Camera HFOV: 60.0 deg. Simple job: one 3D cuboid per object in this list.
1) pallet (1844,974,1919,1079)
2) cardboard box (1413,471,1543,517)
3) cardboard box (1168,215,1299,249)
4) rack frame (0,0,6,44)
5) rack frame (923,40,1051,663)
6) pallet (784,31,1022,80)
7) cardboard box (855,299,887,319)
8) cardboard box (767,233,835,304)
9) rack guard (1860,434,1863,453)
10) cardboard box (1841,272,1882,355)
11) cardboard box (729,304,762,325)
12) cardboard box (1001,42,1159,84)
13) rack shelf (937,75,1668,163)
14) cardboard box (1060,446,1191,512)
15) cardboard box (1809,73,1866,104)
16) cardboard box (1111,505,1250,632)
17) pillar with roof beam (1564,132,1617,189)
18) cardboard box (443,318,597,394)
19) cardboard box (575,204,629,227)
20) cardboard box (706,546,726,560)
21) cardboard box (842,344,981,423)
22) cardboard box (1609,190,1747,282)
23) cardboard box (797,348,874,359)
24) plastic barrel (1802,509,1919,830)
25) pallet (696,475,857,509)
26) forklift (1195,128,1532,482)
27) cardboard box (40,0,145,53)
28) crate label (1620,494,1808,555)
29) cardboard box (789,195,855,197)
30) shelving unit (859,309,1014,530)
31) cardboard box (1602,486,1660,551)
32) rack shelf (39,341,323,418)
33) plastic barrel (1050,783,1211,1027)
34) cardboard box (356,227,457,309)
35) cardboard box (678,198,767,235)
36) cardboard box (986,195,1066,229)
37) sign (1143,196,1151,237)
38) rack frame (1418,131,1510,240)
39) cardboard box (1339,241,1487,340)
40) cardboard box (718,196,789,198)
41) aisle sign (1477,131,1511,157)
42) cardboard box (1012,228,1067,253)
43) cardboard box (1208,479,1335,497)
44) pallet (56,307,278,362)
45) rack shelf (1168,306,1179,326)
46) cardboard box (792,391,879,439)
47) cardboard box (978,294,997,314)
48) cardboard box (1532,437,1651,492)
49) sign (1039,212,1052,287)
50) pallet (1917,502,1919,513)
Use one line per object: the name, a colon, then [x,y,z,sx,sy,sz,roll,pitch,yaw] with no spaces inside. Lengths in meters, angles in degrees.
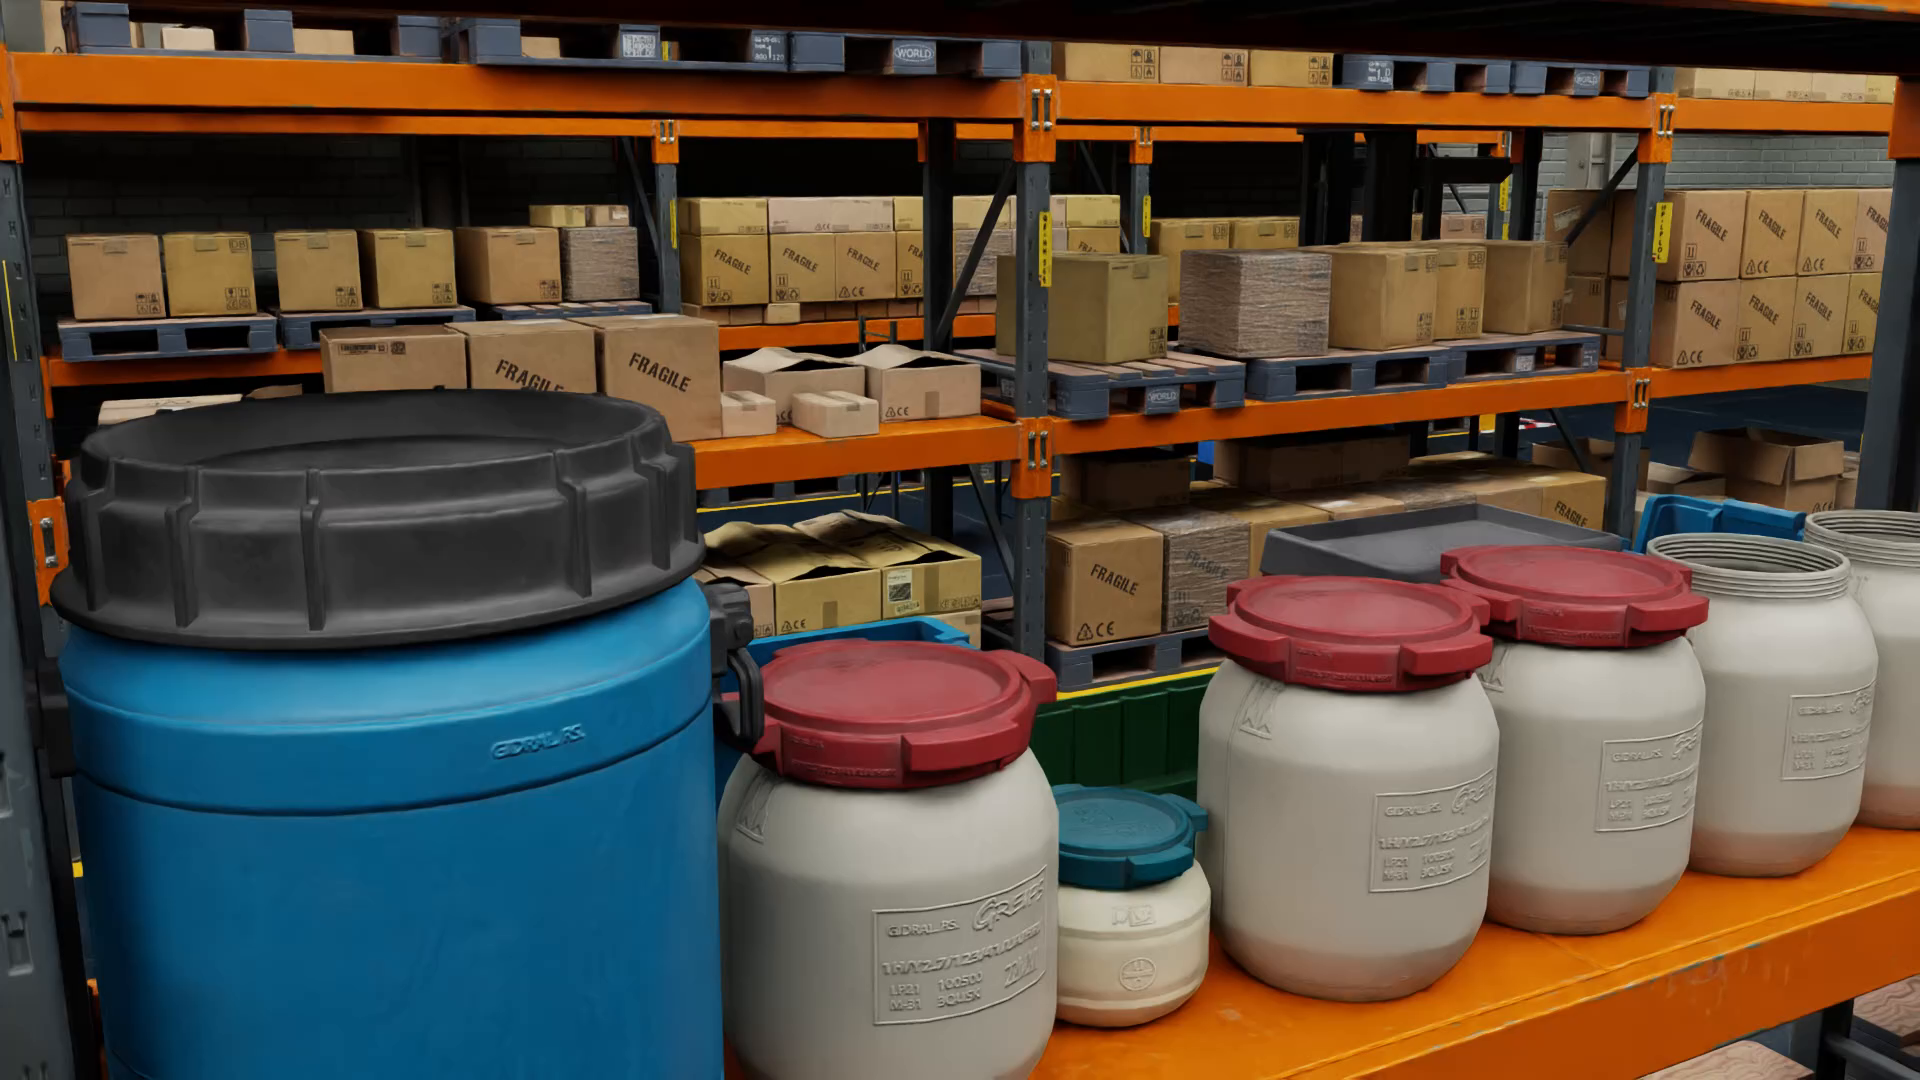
pallet: [3.150,1.401,4.405,1.213,0.211,1.003,-7,14,-28]
cardboard box: [2.885,-0.082,9.334,0.500,0.500,0.500,-7,14,-28]
cardboard box: [2.369,-2.475,14.591,0.700,0.700,0.980,-7,15,-29]
rack frame: [-5.780,-4.284,9.650,0.127,3.000,1.000,-7,14,-28]
rack frame: [0.107,-0.824,7.938,0.127,3.000,1.000,-7,14,-28]
pallet: [-0.445,-2.106,7.235,1.003,0.211,1.213,-6,14,-25]
cardboard box: [-0.753,-1.796,12.784,0.250,0.149,0.380,-7,14,-27]
cardboard box: [-1.256,-2.037,12.377,0.500,0.500,0.500,-6,14,-26]
rack guard: [7.063,-0.438,11.916,0.348,0.500,1.175,-7,14,-28]
cardboard box: [5.530,-1.455,10.515,0.500,0.500,0.500,-7,14,-29]
cardboard box: [-1.644,-1.680,12.269,0.250,0.149,0.380,-7,14,-27]
cardboard box: [0.474,-2.388,7.830,0.500,0.500,0.910,-7,14,-28]
rack shelf: [1.863,-2.147,8.622,4.000,0.370,1.077,-7,14,-28]
cardboard box: [0.863,-0.335,8.750,0.500,0.250,0.500,-6,14,-26]
cardboard box: [5.044,-2.742,9.973,0.500,0.250,0.500,-7,14,-28]
cardboard box: [1.101,0.132,8.382,0.500,0.500,0.500,-7,15,-30]
pillar with roof beam: [8.771,-5.168,13.575,0.400,9.000,9.100,-7,14,-28]
cardboard box: [-1.820,-0.638,6.882,0.500,0.500,0.500,-7,14,-28]
cardboard box: [-2.558,-2.316,11.861,0.250,0.149,0.380,-9,16,-35]
cardboard box: [-1.399,0.148,7.649,0.500,0.311,0.500,-7,15,-29]
cardboard box: [-0.233,-0.750,7.815,0.500,0.311,0.500,-6,14,-24]
cardboard box: [4.167,-1.777,9.666,0.500,0.500,0.500,-6,14,-26]
cardboard box: [-0.789,-1.077,13.003,0.750,0.750,0.750,-7,14,-28]
plastic barrel: [1.677,0.226,3.018,0.421,0.512,0.421,0,13,0]
pallet: [-1.541,-0.486,12.788,1.213,0.211,1.003,-7,14,-28]
forklift: [3.307,-1.764,12.271,3.031,2.935,1.130,-6,14,-24]
cardboard box: [-5.262,-3.116,10.109,0.500,0.500,0.500,-5,13,-20]
crate label: [1.476,0.166,3.458,0.616,0.435,0.502,-7,14,-28]
cardboard box: [-1.087,-2.552,12.960,0.500,0.250,0.500,-7,15,-29]
shelving unit: [-0.075,-0.723,10.905,1.048,1.500,0.538,-7,14,-28]
cardboard box: [4.090,-0.150,10.066,0.500,0.311,0.500,-7,14,-28]
rack shelf: [-4.025,-1.217,11.322,4.000,0.370,1.077,-7,14,-28]
plastic barrel: [0.202,0.510,2.327,0.301,0.262,0.301,0,13,0]
cardboard box: [-3.760,-1.855,11.289,0.500,0.500,0.700,-7,14,-28]
cardboard box: [-1.722,-2.349,12.055,0.500,0.250,0.500,-6,14,-27]
cardboard box: [0.501,-2.618,13.252,0.500,0.250,0.500,-6,14,-27]
sign: [1.510,-2.622,13.469,0.005,0.325,0.100,-7,14,-28]
rack frame: [4.753,-2.620,15.918,0.127,3.000,1.000,-7,14,-28]
cardboard box: [2.522,-1.407,9.345,0.500,0.500,0.700,-4,13,-19]
cardboard box: [-1.539,-2.499,12.723,0.500,0.250,0.500,-7,15,-30]
aisle sign: [4.959,-3.838,15.409,0.004,0.787,0.394,-7,14,-28]
cardboard box: [0.514,-2.250,13.323,0.500,0.500,0.500,-7,14,-27]
cardboard box: [1.728,-0.073,9.294,0.500,0.500,0.500,-7,15,-30]
pallet: [-5.040,-1.316,10.562,1.213,0.211,1.003,-7,14,-28]
rack shelf: [2.997,-2.058,15.062,4.000,0.370,1.077,-7,14,-28]
cardboard box: [-0.550,-0.553,7.308,0.250,0.149,0.380,-7,14,-28]
cardboard box: [0.171,-1.894,13.221,0.250,0.149,0.380,-7,14,-28]
cardboard box: [3.983,-0.354,10.543,0.500,0.500,0.500,-7,14,-28]
sign: [0.376,-1.282,7.337,0.005,0.325,0.100,-7,14,-28]
pallet: [6.363,-0.213,11.575,1.213,0.211,1.003,-7,14,-28]
